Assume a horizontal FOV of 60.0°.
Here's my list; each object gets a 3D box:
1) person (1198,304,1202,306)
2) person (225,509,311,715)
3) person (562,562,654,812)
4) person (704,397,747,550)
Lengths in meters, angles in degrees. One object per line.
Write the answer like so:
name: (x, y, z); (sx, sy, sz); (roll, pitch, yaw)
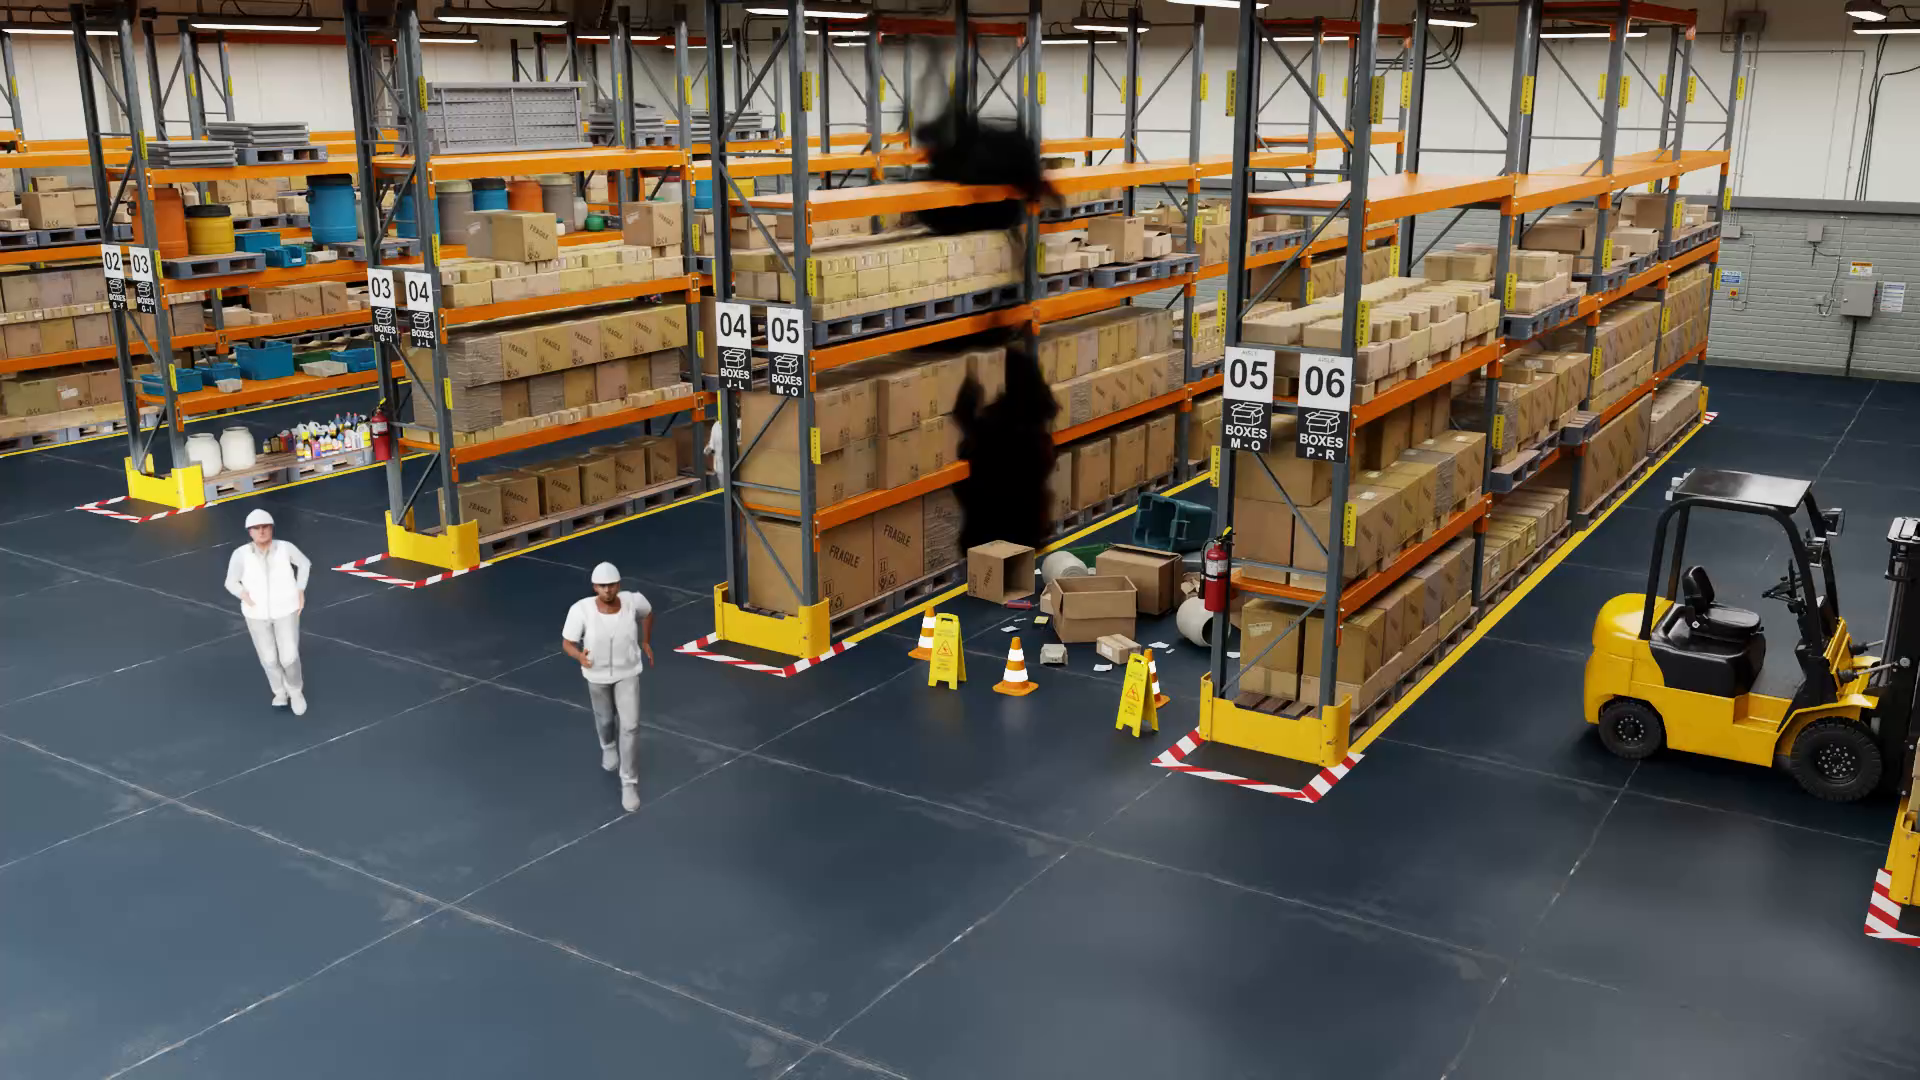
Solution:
person: (4.026, -3.099, 27.401); (0.552, 1.596, 0.735); (12, 20, 37)
person: (-5.695, 0.617, 13.751); (0.649, 1.781, 0.700); (-5, 16, -17)
person: (-2.579, 1.002, 12.278); (0.653, 1.781, 0.948); (-3, 16, -9)
person: (-2.391, -0.642, 17.379); (0.592, 1.783, 0.666); (9, 18, 29)
